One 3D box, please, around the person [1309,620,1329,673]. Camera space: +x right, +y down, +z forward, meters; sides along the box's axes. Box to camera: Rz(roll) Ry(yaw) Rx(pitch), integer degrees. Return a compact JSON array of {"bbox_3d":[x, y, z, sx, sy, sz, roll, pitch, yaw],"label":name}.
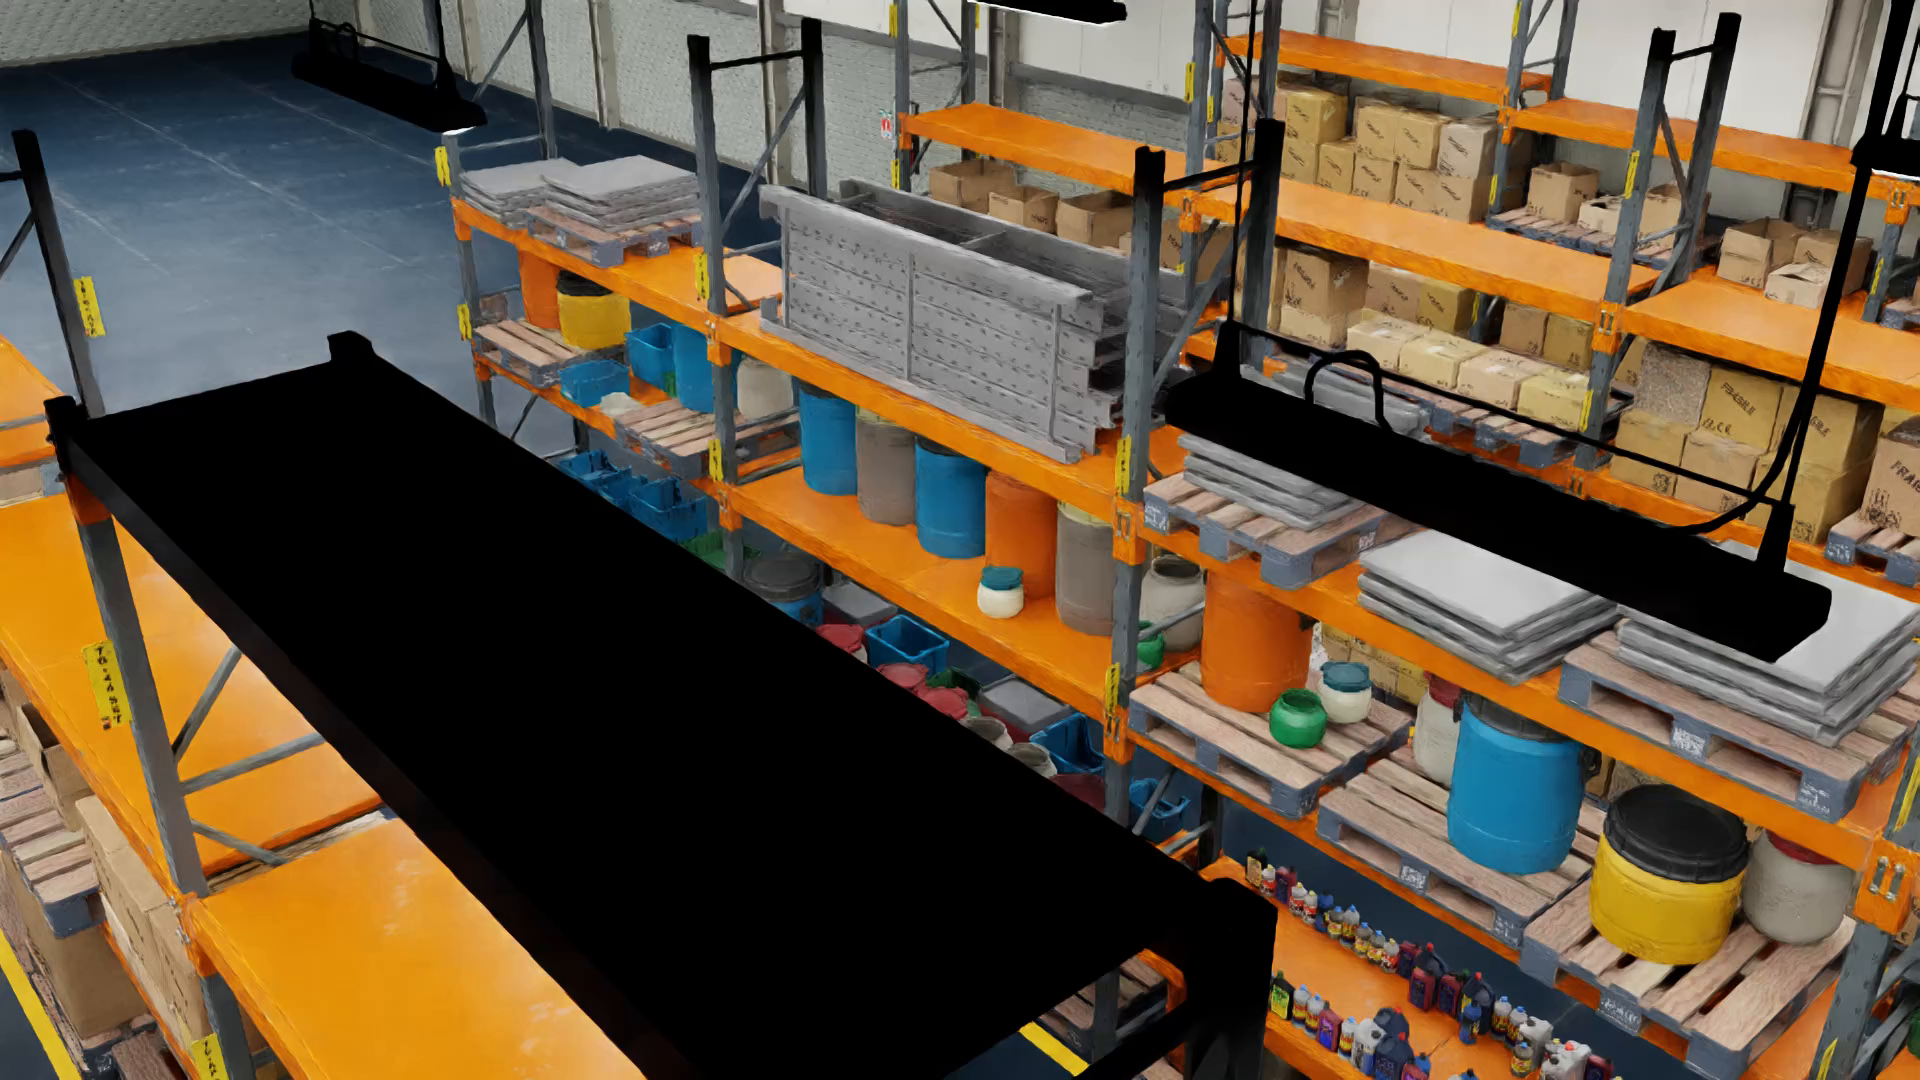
[{"bbox_3d":[2.825,1.055,13.687,1.057,1.598,0.511,21,34,35],"label":"person"}]
